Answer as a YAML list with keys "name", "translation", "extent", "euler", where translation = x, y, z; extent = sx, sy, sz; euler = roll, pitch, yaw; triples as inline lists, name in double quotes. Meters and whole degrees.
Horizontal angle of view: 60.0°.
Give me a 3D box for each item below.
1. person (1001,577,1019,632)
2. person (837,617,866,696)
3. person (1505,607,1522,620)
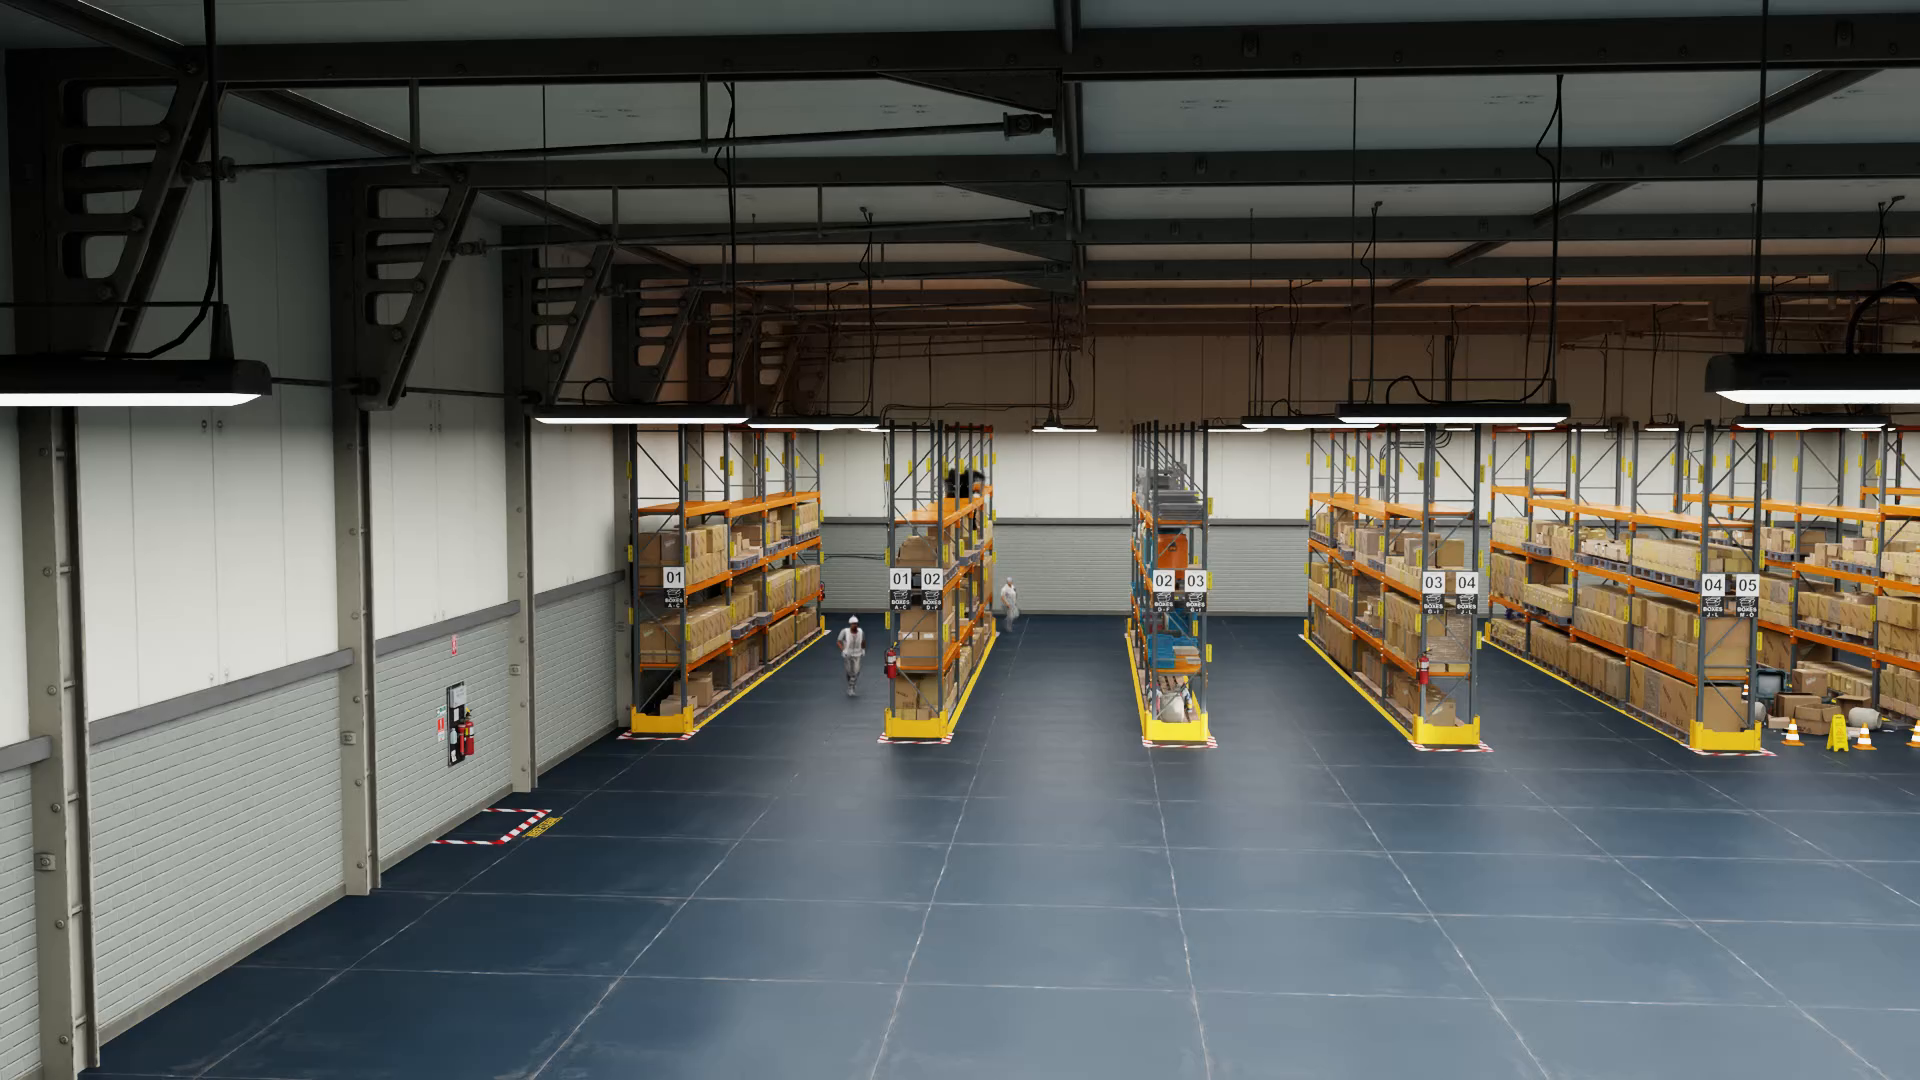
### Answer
- name: "person"
  translation: [1.425, 1.876, 48.326]
  extent: [0.490, 1.606, 0.611]
  euler: [4, 5, 44]
- name: "person"
  translation: [-2.396, 2.542, 36.696]
  extent: [0.669, 1.731, 0.671]
  euler: [-1, 4, -12]
- name: "person"
  translation: [16.042, 1.845, 48.038]
  extent: [0.911, 1.663, 0.593]
  euler: [-2, 4, -29]
